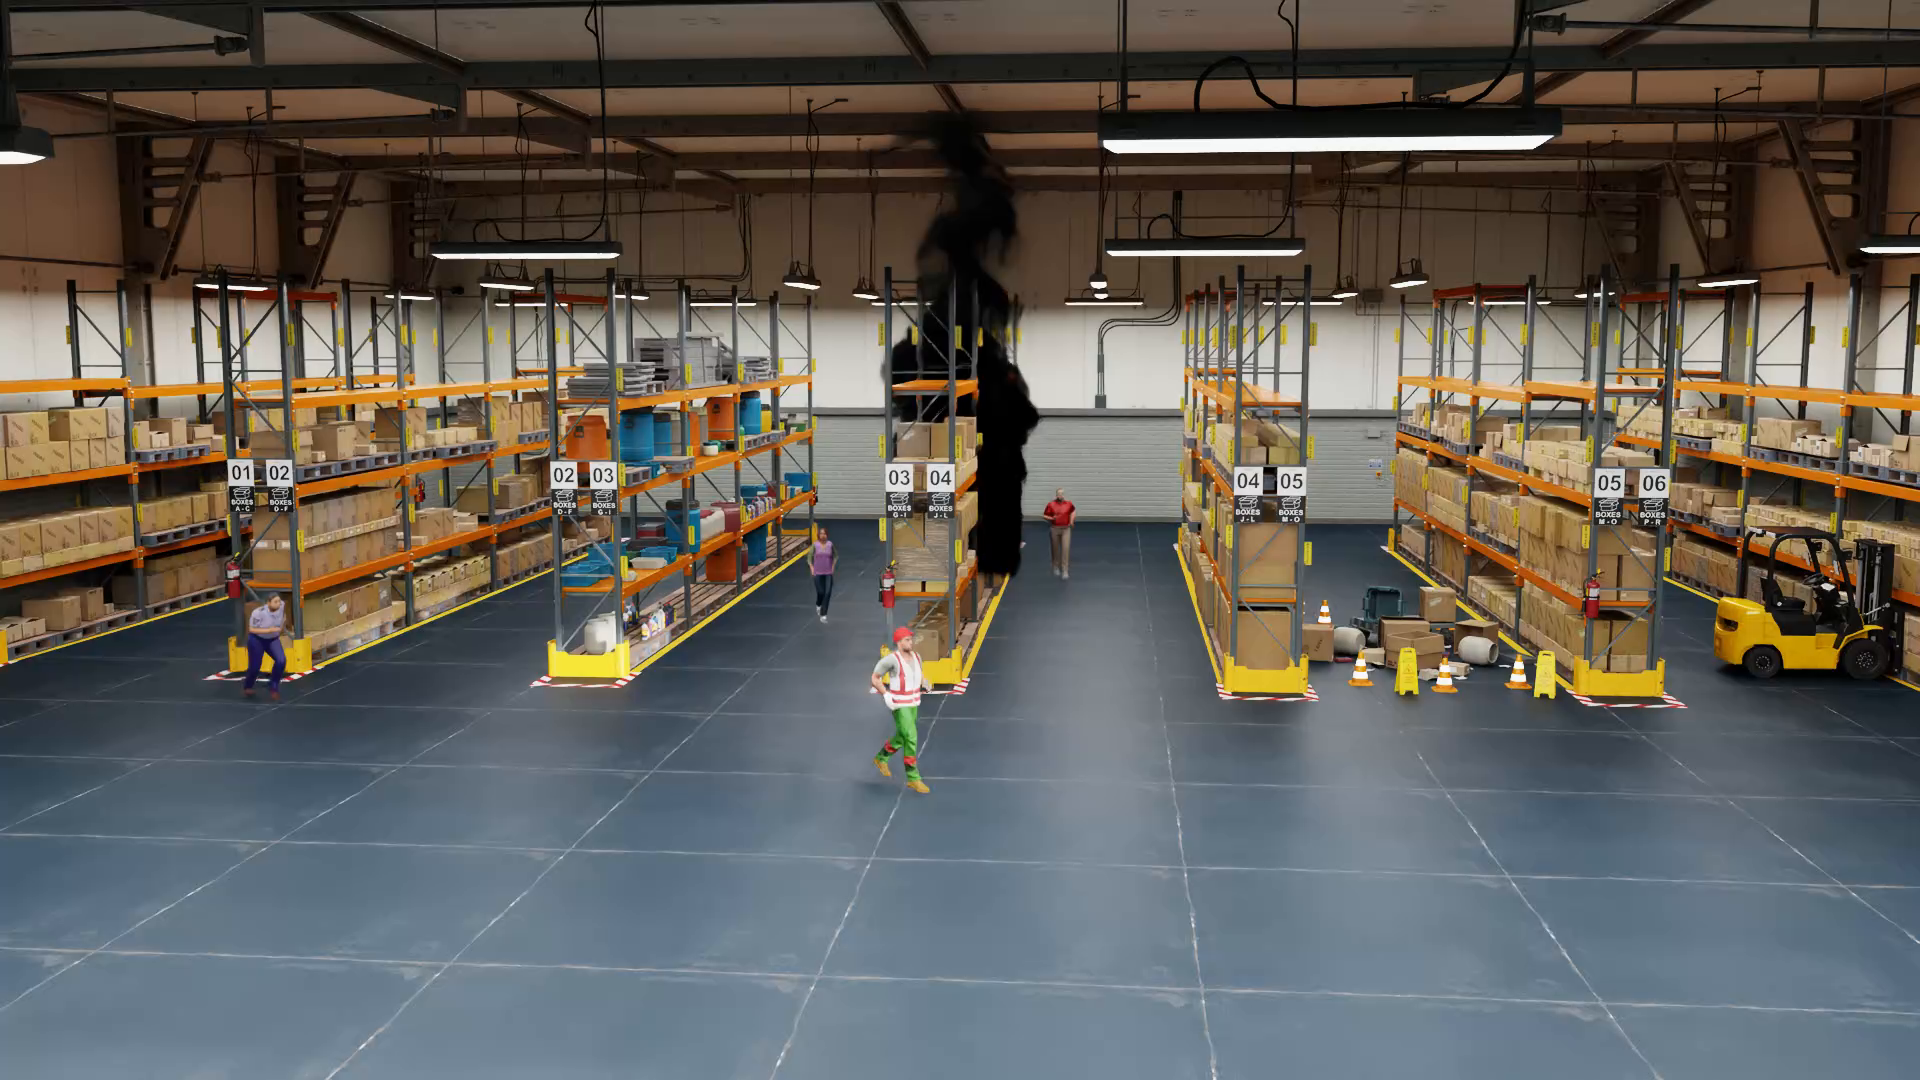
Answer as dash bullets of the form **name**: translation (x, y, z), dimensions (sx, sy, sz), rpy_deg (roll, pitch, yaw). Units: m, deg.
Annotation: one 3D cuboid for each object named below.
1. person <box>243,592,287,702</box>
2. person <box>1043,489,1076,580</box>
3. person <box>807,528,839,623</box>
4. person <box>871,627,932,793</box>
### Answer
- **person**: translation (-9.630, 1.479, 23.058), dimensions (0.956, 1.566, 0.643), rpy_deg (5, 9, 36)
- **person**: translation (1.974, -0.122, 32.779), dimensions (0.659, 1.780, 0.871), rpy_deg (0, 7, -1)
- **person**: translation (-2.282, 0.576, 27.767), dimensions (0.537, 1.570, 0.513), rpy_deg (-1, 7, -12)
- **person**: translation (-0.641, 1.847, 18.507), dimensions (0.900, 1.796, 0.641), rpy_deg (5, 9, 38)
